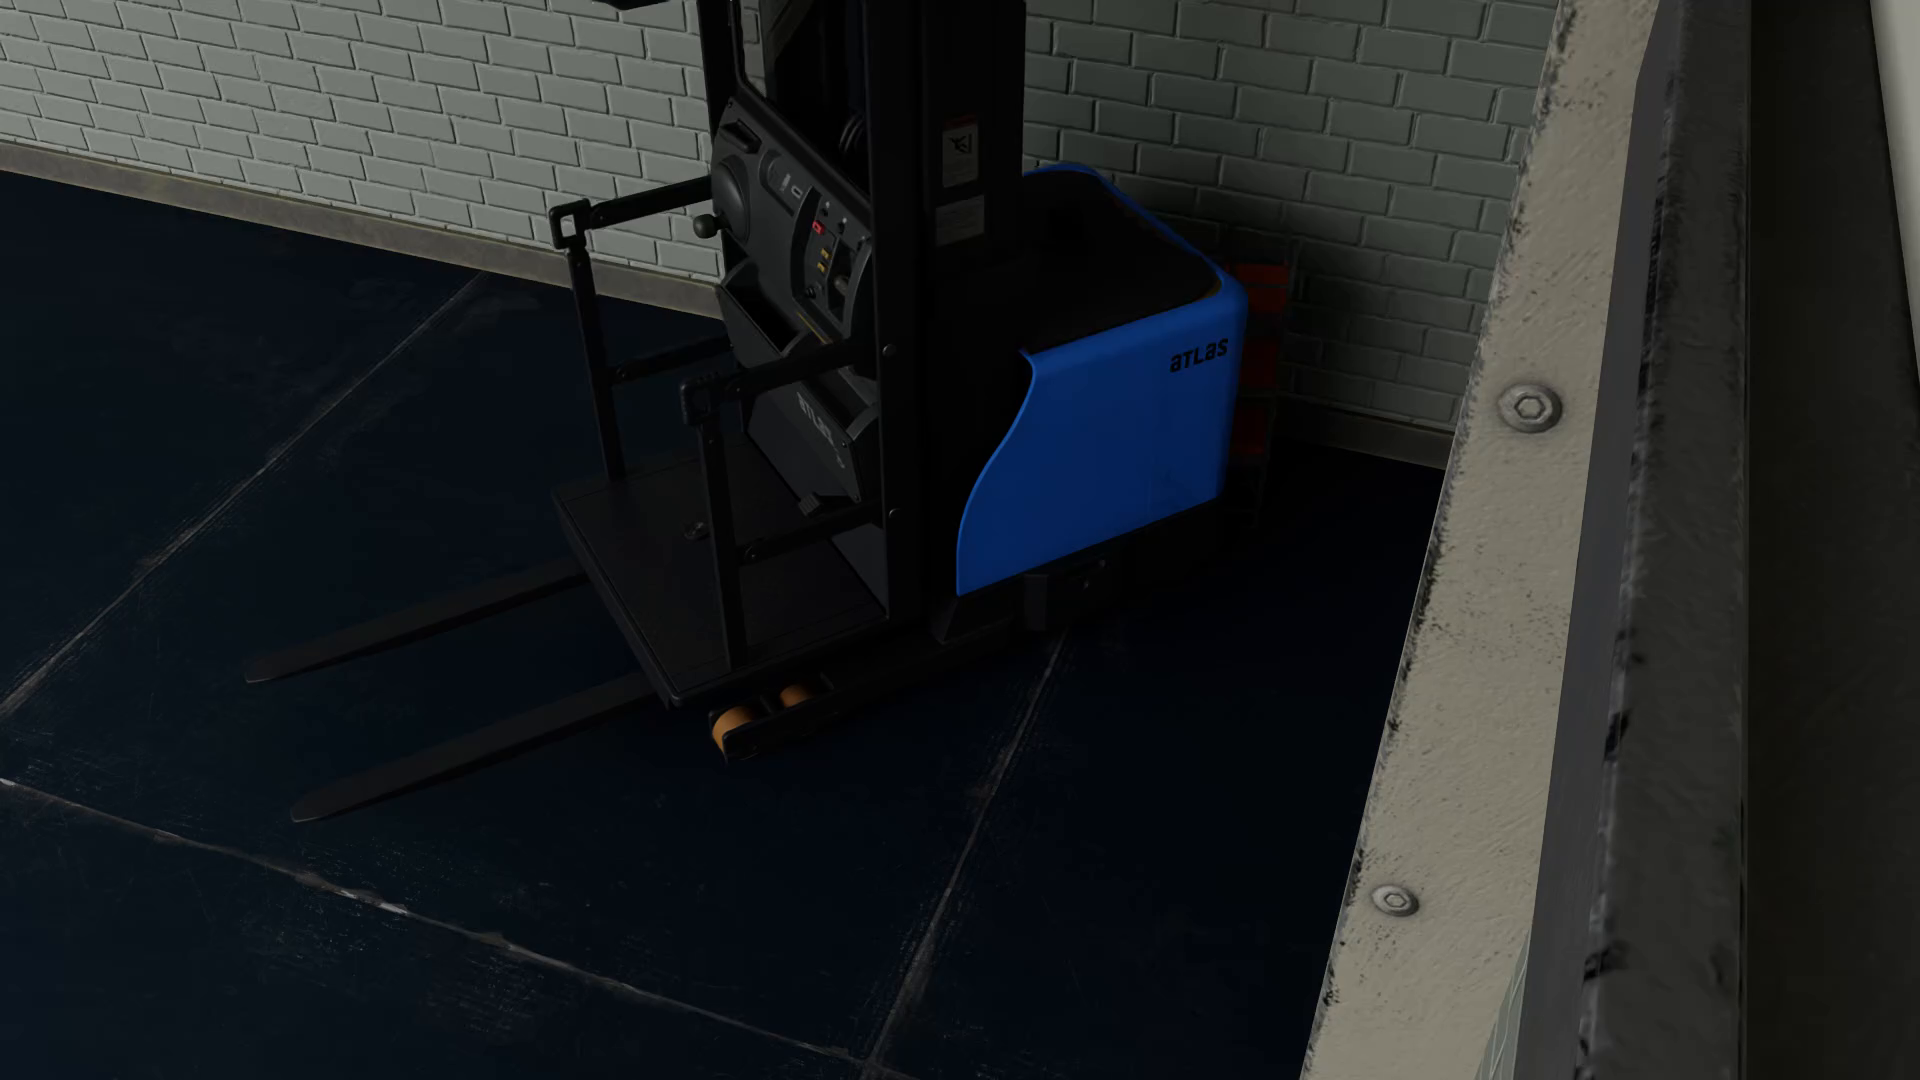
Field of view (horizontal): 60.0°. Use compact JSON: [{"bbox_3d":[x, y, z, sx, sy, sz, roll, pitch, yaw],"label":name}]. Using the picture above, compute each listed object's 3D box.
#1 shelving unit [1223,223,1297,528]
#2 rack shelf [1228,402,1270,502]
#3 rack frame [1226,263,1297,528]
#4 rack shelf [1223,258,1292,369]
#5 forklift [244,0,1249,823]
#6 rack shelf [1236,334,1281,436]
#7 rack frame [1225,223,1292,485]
[{"bbox_3d":[0.947,-0.527,5.558,0.215,1.050,0.252,3,41,4],"label":"shelving unit"},{"bbox_3d":[0.947,-0.307,5.746,0.215,0.259,0.240,3,41,4],"label":"rack shelf"},{"bbox_3d":[0.936,-0.448,5.466,0.200,1.050,0.008,3,41,4],"label":"rack frame"},{"bbox_3d":[0.947,-0.734,5.381,0.215,0.259,0.240,3,41,4],"label":"rack shelf"},{"bbox_3d":[-0.651,-0.850,4.488,3.031,2.935,1.130,-20,44,-22],"label":"forklift"},{"bbox_3d":[0.947,-0.519,5.565,0.215,0.259,0.240,3,41,4],"label":"rack shelf"},{"bbox_3d":[0.959,-0.606,5.650,0.200,1.050,0.008,3,41,4],"label":"rack frame"}]
